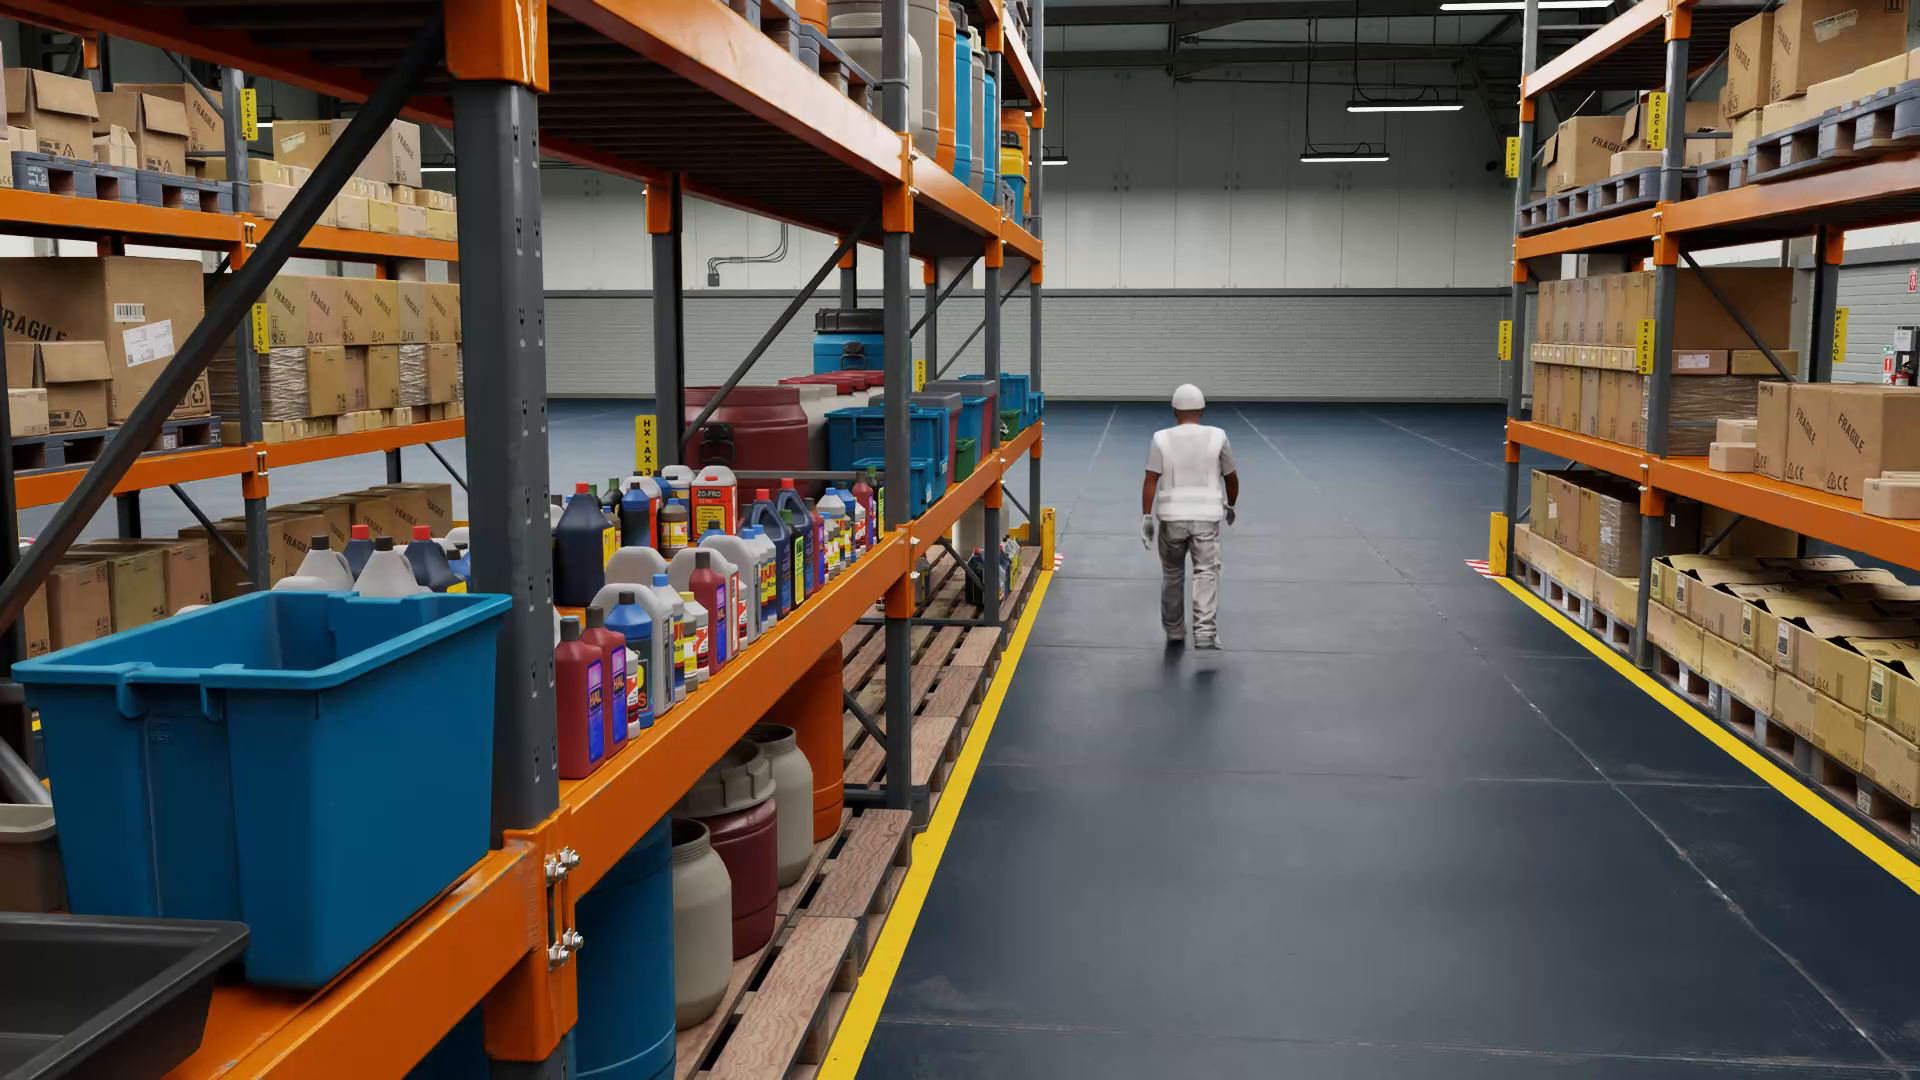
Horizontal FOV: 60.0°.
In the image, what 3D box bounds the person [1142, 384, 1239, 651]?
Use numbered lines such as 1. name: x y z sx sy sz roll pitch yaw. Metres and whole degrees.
1. person: 1.481 -0.144 10.705 0.613 1.709 1.162 1 7 9
